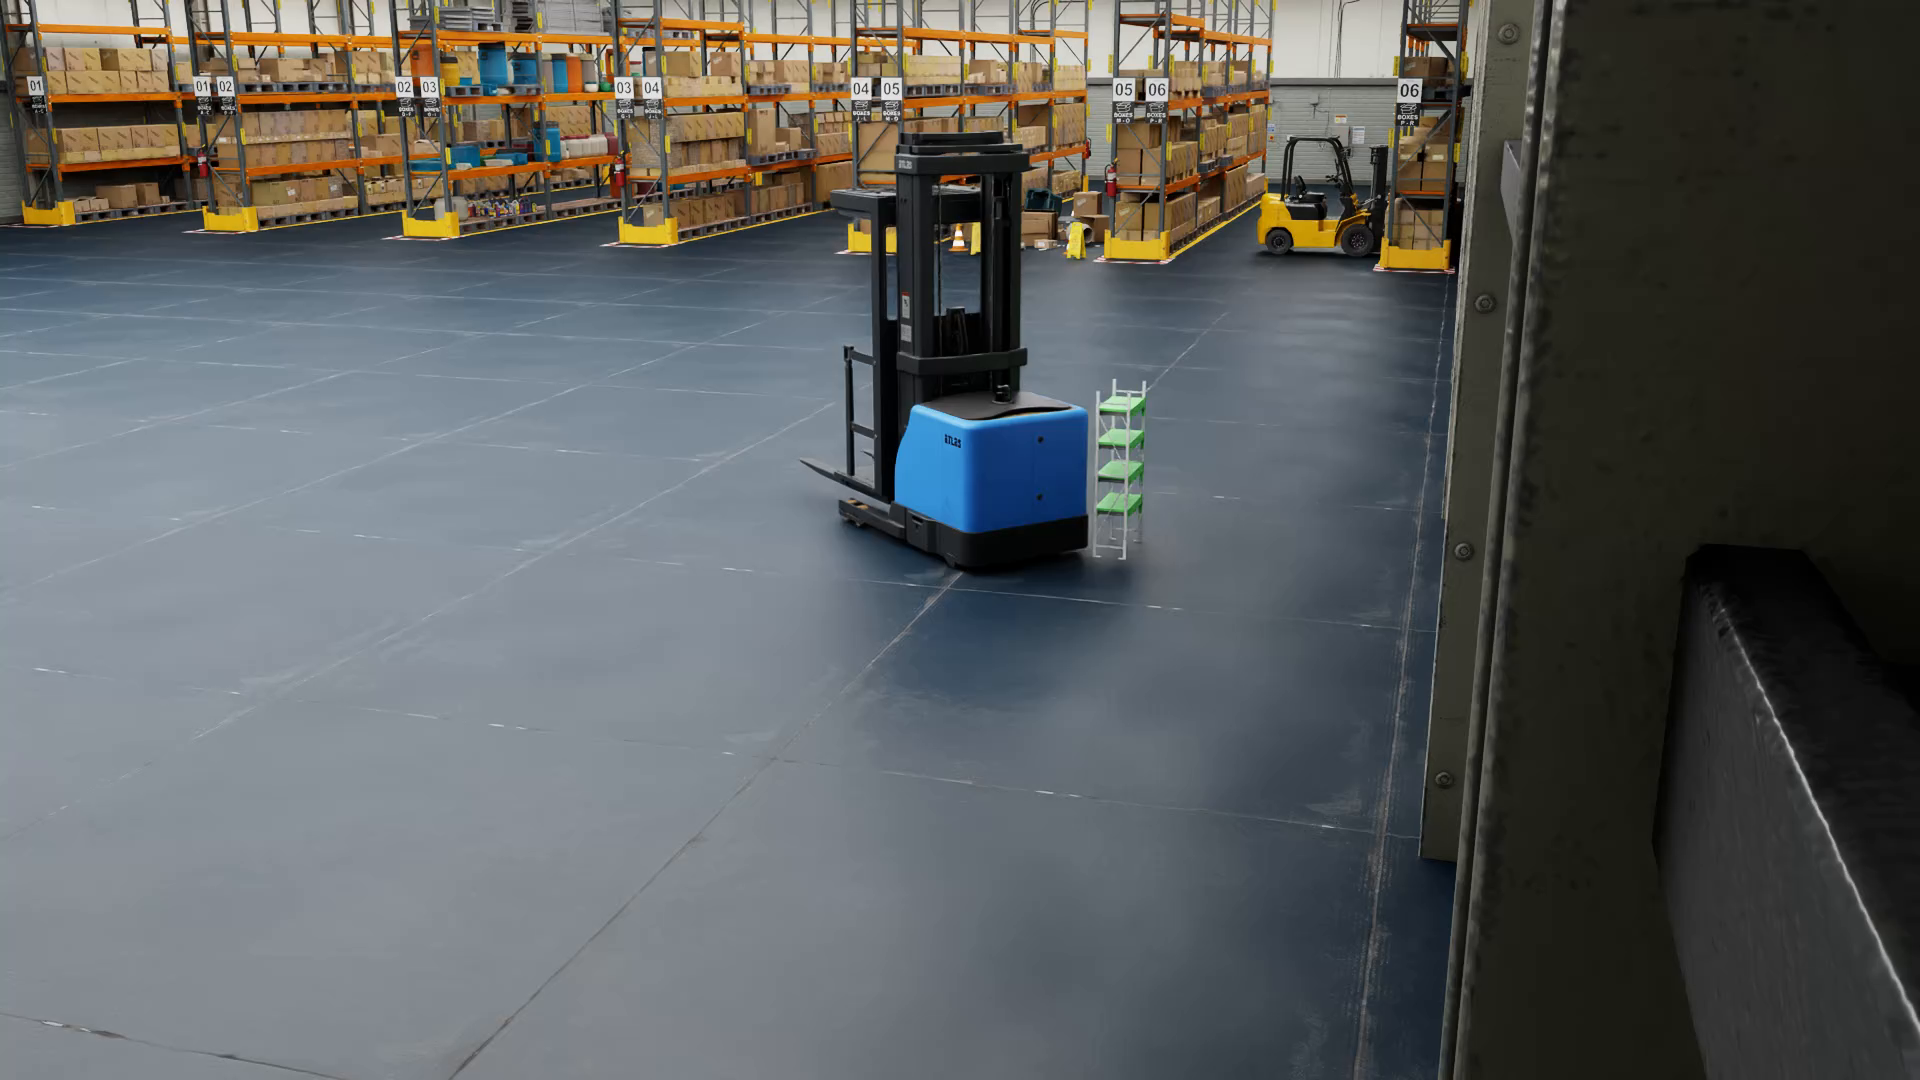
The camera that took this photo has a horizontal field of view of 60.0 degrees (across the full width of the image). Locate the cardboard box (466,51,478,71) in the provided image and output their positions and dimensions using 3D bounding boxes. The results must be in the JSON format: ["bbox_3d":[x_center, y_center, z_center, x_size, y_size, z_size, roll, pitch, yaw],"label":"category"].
[{"bbox_3d":[-13.069,-12.611,43.783,0.500,0.500,0.500,5,16,16],"label":"cardboard box"}]

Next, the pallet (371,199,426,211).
[{"bbox_3d":[-14.109,-8.387,41.511,1.003,0.211,1.213,5,16,16],"label":"pallet"}]

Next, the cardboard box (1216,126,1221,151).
[{"bbox_3d":[5.368,-8.706,36.027,0.500,0.500,0.500,3,16,12],"label":"cardboard box"}]

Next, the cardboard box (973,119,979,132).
[{"bbox_3d":[0.021,-8.958,36.400,0.700,0.500,0.500,5,17,16],"label":"cardboard box"}]

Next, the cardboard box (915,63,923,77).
[{"bbox_3d":[-1.013,-8.989,31.804,0.500,0.250,0.500,4,16,15],"label":"cardboard box"}]

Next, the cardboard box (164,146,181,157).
[{"bbox_3d":[-19.220,-9.385,40.160,0.500,0.250,0.500,5,16,16],"label":"cardboard box"}]

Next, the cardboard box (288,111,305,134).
[{"bbox_3d":[-15.174,-9.374,37.321,0.700,0.500,0.500,5,16,16],"label":"cardboard box"}]

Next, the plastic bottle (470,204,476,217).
[{"bbox_3d":[-10.713,-7.256,36.585,0.061,0.283,0.133,5,16,16],"label":"plastic bottle"}]

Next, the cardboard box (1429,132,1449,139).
[{"bbox_3d":[10.565,-8.710,36.587,0.500,0.500,0.500,5,17,18],"label":"cardboard box"}]

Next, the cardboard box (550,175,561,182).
[{"bbox_3d":[-11.789,-10.474,48.145,0.380,0.166,0.250,5,16,16],"label":"cardboard box"}]

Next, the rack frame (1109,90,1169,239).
[{"bbox_3d":[3.236,-6.628,30.200,1.000,3.000,0.127,5,16,16],"label":"rack frame"}]

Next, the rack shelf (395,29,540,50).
[{"bbox_3d":[-10.446,-10.652,35.443,1.077,0.370,4.000,5,16,16],"label":"rack shelf"}]

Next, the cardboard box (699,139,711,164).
[{"bbox_3d":[-5.719,-8.127,34.757,0.875,0.500,0.500,5,16,16],"label":"cardboard box"}]

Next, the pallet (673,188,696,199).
[{"bbox_3d":[-7.864,-9.380,45.013,1.003,0.211,1.213,5,16,16],"label":"pallet"}]

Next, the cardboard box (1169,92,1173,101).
[{"bbox_3d":[3.641,-8.012,30.042,0.380,0.149,0.250,5,16,16],"label":"cardboard box"}]

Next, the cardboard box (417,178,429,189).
[{"bbox_3d":[-13.689,-8.983,41.745,0.500,0.311,0.500,5,16,16],"label":"cardboard box"}]

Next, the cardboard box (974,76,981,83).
[{"bbox_3d":[0.245,-9.951,35.925,0.380,0.149,0.250,5,16,16],"label":"cardboard box"}]

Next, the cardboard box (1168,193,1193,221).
[{"bbox_3d":[4.319,-6.606,33.017,0.500,0.500,0.500,5,17,17],"label":"cardboard box"}]

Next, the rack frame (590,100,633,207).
[{"bbox_3d":[-8.741,-9.874,41.643,1.000,3.000,0.127,5,16,16],"label":"rack frame"}]

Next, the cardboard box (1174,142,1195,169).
[{"bbox_3d":[4.345,-7.595,32.881,0.500,0.500,0.500,5,17,18],"label":"cardboard box"}]

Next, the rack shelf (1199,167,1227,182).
[{"bbox_3d":[4.941,-7.852,35.833,1.077,0.370,4.000,5,16,16],"label":"rack shelf"}]

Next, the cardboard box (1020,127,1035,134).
[{"bbox_3d":[1.646,-10.102,41.047,0.380,0.149,0.250,4,16,14],"label":"cardboard box"}]

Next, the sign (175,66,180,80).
[{"bbox_3d":[-18.854,-11.247,40.041,0.100,0.325,0.005,5,16,16],"label":"sign"}]

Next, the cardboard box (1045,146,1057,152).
[{"bbox_3d":[2.265,-10.053,42.735,0.380,0.149,0.250,5,17,18],"label":"cardboard box"}]

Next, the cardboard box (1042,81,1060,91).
[{"bbox_3d":[2.256,-11.597,42.495,0.500,0.250,0.500,5,17,19],"label":"cardboard box"}]

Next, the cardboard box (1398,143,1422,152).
[{"bbox_3d":[7.936,-6.924,29.328,0.380,0.149,0.250,5,16,16],"label":"cardboard box"}]

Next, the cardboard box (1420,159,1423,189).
[{"bbox_3d":[8.040,-6.576,29.835,0.500,0.500,0.500,5,17,18],"label":"cardboard box"}]

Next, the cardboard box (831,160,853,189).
[{"bbox_3d":[-3.271,-9.313,42.791,1.225,0.875,0.875,4,16,14],"label":"cardboard box"}]

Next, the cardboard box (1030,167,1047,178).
[{"bbox_3d":[1.902,-9.271,41.954,0.500,0.250,0.500,4,16,14],"label":"cardboard box"}]

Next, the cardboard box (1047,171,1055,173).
[{"bbox_3d":[2.385,-9.969,45.343,0.380,0.149,0.250,4,16,13],"label":"cardboard box"}]

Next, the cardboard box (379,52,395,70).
[{"bbox_3d":[-16.631,-13.835,48.060,0.500,0.500,0.500,4,16,15],"label":"cardboard box"}]

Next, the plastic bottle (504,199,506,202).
[{"bbox_3d":[-10.352,-7.588,37.756,0.061,0.283,0.133,5,16,16],"label":"plastic bottle"}]

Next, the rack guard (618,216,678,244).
[{"bbox_3d":[-6.244,-6.214,33.321,1.175,0.500,0.348,5,16,16],"label":"rack guard"}]

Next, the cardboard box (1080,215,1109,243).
[{"bbox_3d":[2.763,-6.298,33.614,0.500,0.500,0.500,-10,19,-32],"label":"cardboard box"}]

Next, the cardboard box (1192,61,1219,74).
[{"bbox_3d":[5.055,-9.741,34.267,0.500,0.250,0.500,4,16,15],"label":"cardboard box"}]

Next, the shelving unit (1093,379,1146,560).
[{"bbox_3d":[1.144,-0.511,11.932,0.258,1.200,0.503,5,17,18],"label":"shelving unit"}]

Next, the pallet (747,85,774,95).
[{"bbox_3d":[-4.851,-9.949,36.756,1.213,0.211,1.003,5,16,16],"label":"pallet"}]

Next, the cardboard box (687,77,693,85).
[{"bbox_3d":[-5.627,-9.278,33.591,0.380,0.149,0.250,5,16,16],"label":"cardboard box"}]

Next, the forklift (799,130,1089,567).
[{"bbox_3d":[-0.277,-1.572,12.500,1.130,2.935,3.031,-9,18,-30],"label":"forklift"}]

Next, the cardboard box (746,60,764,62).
[{"bbox_3d":[-4.656,-10.854,38.502,0.500,0.500,0.500,4,16,14],"label":"cardboard box"}]

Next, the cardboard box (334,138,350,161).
[{"bbox_3d":[-14.746,-9.144,38.886,0.700,0.500,0.500,4,16,14],"label":"cardboard box"}]

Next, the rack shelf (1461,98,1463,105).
[{"bbox_3d":[11.974,-11.004,41.449,1.077,0.370,4.000,5,16,16],"label":"rack shelf"}]

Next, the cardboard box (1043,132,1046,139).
[{"bbox_3d":[1.947,-10.230,42.044,0.380,0.149,0.250,5,17,18],"label":"cardboard box"}]

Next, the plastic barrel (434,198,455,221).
[{"bbox_3d":[-10.901,-6.964,35.174,0.421,0.512,0.421,0,16,0],"label":"plastic barrel"}]

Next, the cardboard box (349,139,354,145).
[{"bbox_3d":[-17.245,-11.202,46.750,0.380,0.149,0.250,5,16,16],"label":"cardboard box"}]

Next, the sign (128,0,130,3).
[{"bbox_3d":[-19.910,-13.049,39.841,0.100,0.325,0.005,5,16,16],"label":"sign"}]

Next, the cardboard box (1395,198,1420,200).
[{"bbox_3d":[8.539,-6.416,31.888,0.500,0.250,0.500,5,16,16],"label":"cardboard box"}]

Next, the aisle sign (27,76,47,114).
[{"bbox_3d":[-20.246,-9.757,36.469,0.394,0.787,0.004,5,16,16],"label":"aisle sign"}]

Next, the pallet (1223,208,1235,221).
[{"bbox_3d":[5.805,-7.580,38.666,1.003,0.211,1.213,5,16,16],"label":"pallet"}]

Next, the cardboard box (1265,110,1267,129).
[{"bbox_3d":[7.874,-11.199,44.299,0.500,0.500,0.500,5,17,18],"label":"cardboard box"}]

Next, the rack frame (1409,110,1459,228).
[{"bbox_3d":[10.269,-8.337,36.226,1.000,3.000,0.127,5,16,16],"label":"rack frame"}]

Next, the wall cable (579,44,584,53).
[{"bbox_3d":[-14.016,-15.579,56.455,3.097,2.526,0.112,5,16,16],"label":"wall cable"}]
